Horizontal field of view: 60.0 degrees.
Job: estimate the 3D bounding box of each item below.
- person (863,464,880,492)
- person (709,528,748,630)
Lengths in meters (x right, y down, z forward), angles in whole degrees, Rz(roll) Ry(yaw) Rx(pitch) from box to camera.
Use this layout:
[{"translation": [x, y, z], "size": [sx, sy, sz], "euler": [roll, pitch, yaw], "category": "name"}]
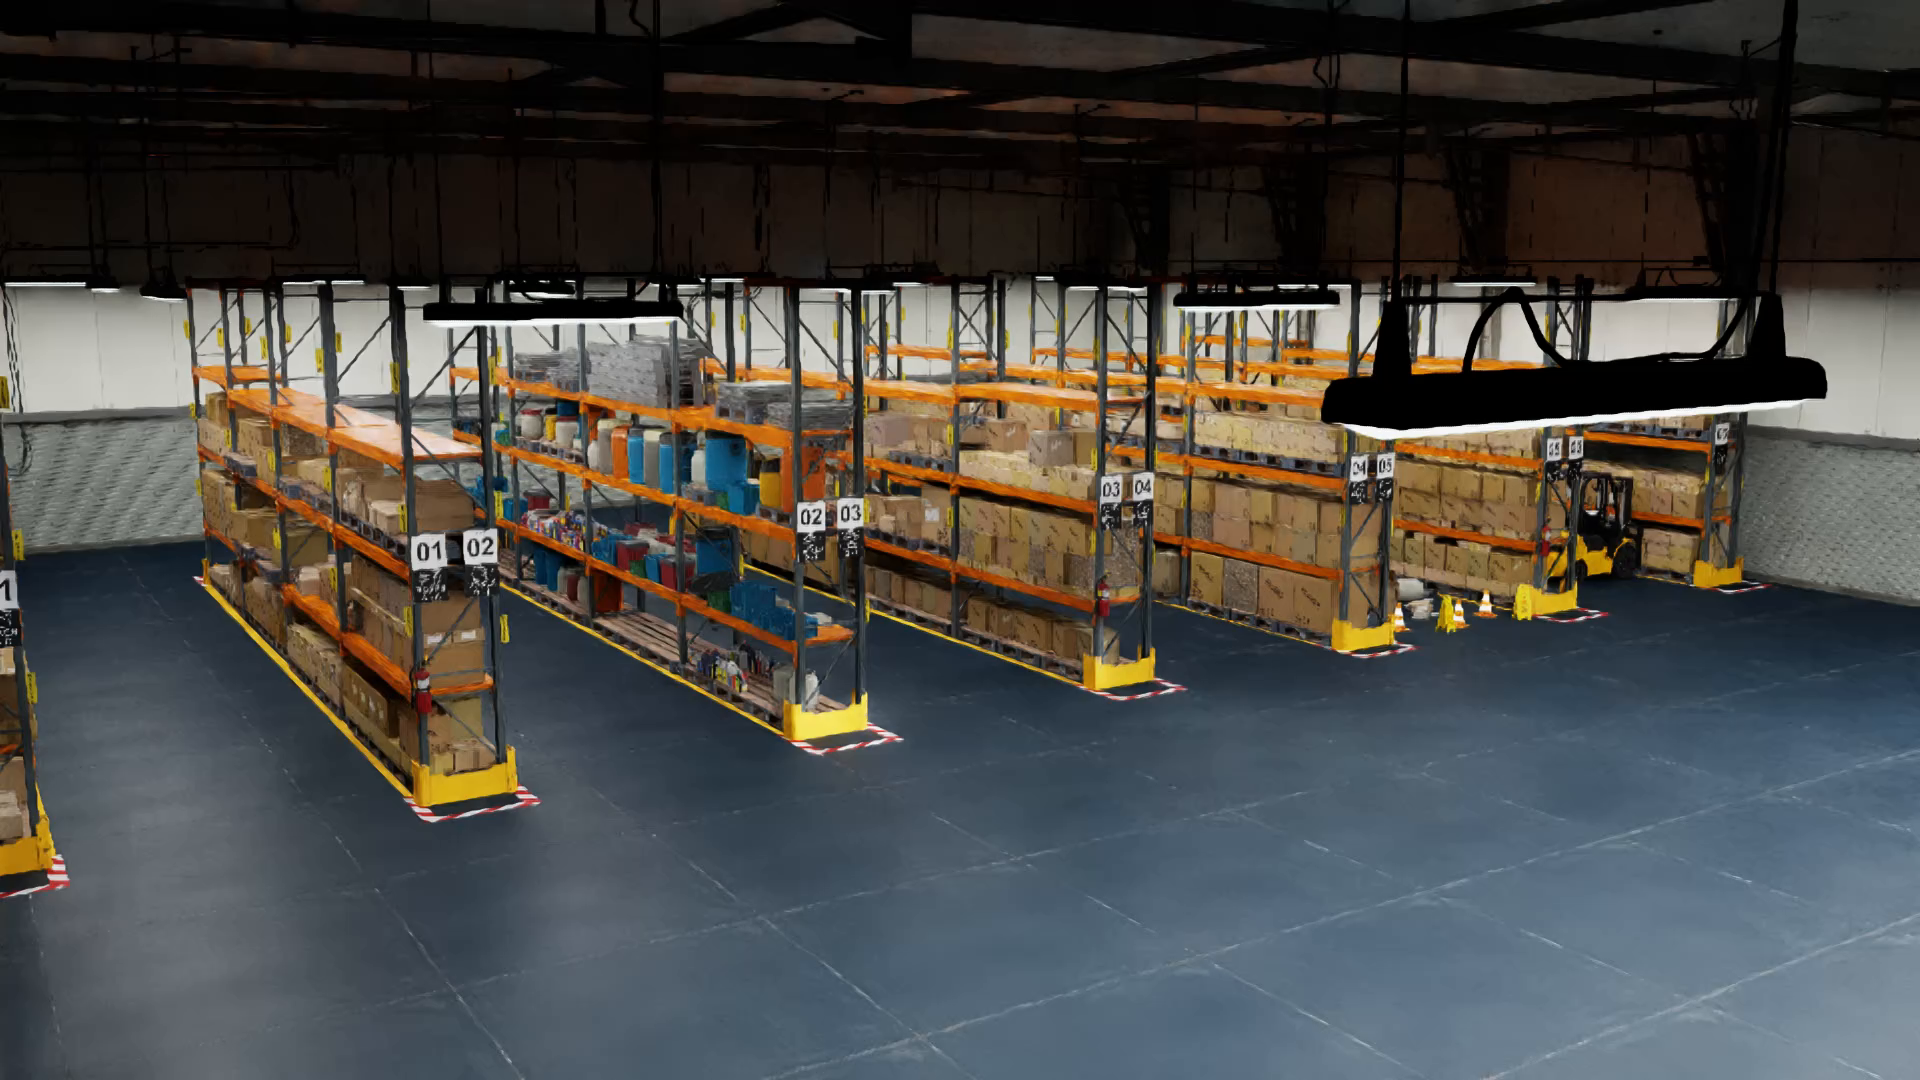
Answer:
[{"translation": [-2.569, -2.152, 45.406], "size": [0.758, 1.771, 0.529], "euler": [4, 10, 22], "category": "person"}, {"translation": [-3.754, 0.718, 27.409], "size": [0.871, 1.531, 0.735], "euler": [8, 12, 39], "category": "person"}]
